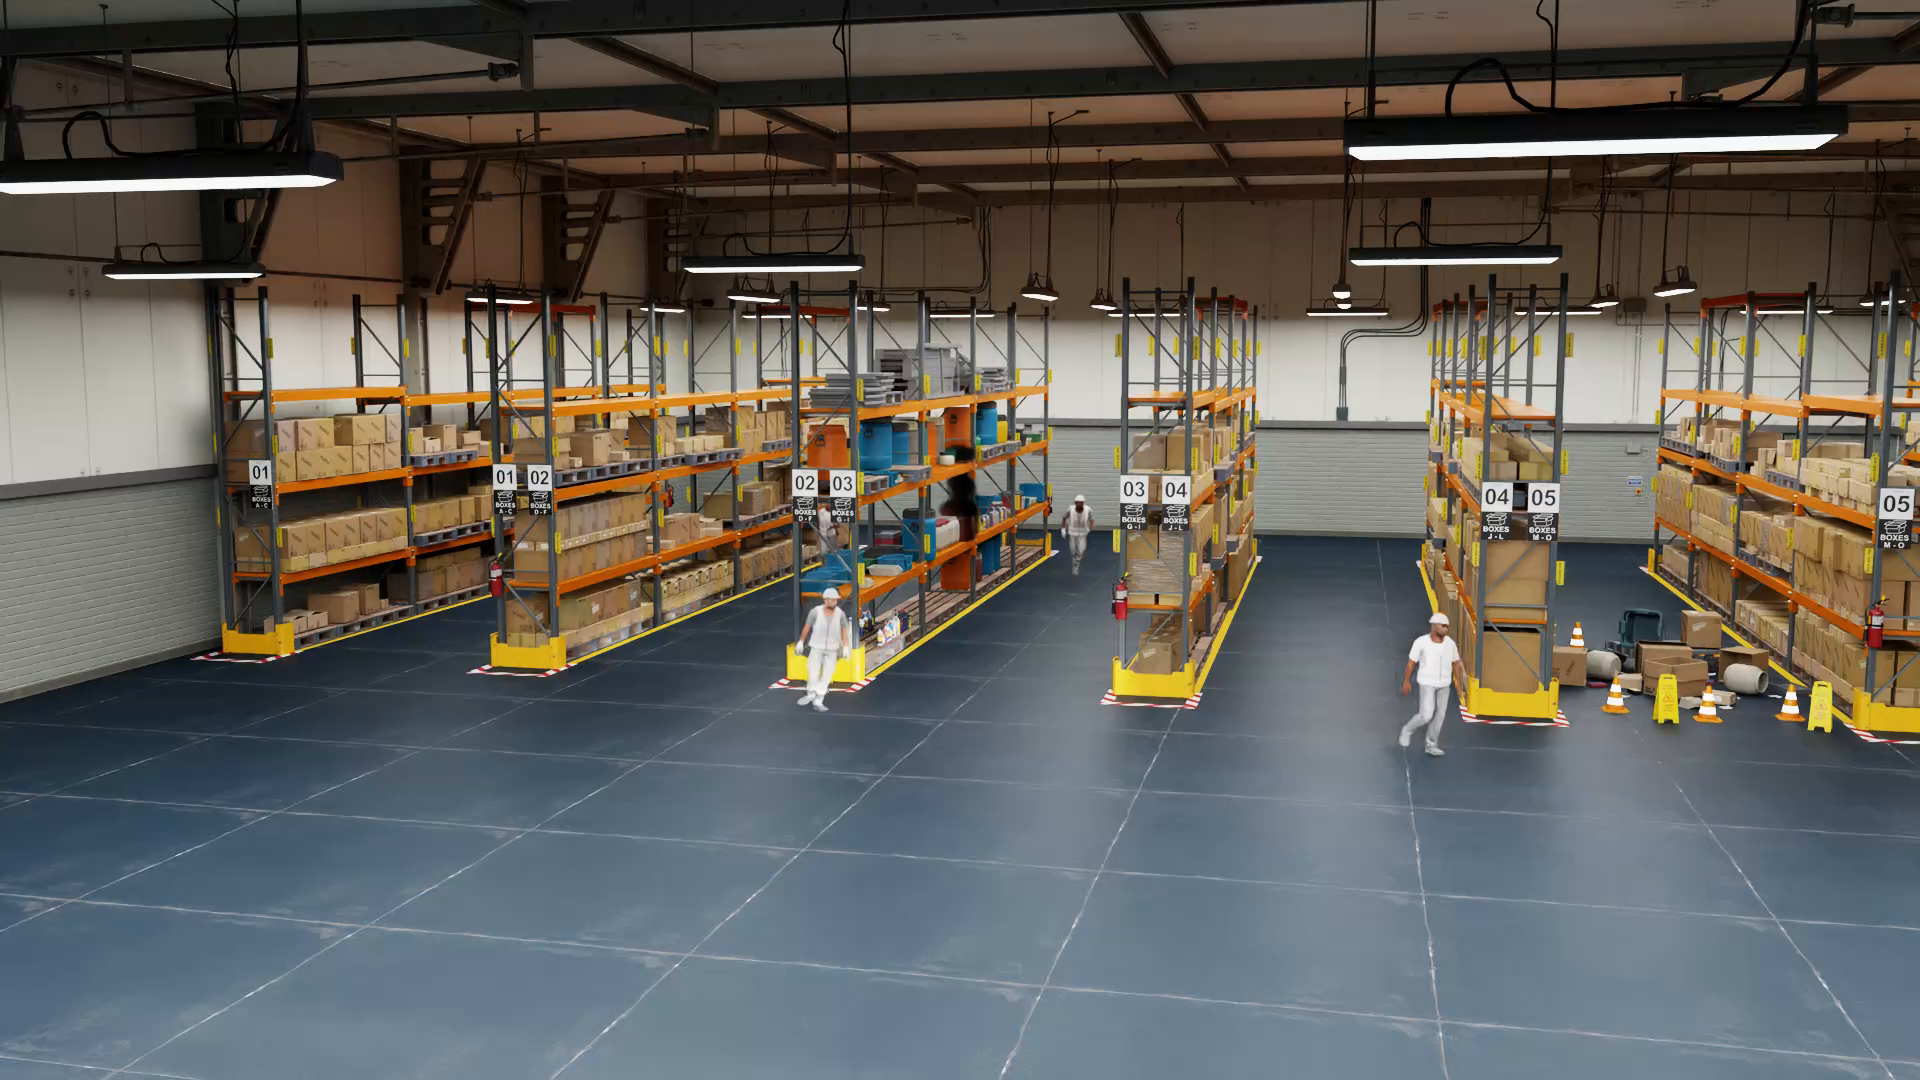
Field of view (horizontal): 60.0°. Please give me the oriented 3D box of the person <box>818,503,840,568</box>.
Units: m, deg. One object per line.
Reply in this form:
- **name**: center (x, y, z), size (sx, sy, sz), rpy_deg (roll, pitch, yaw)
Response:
- **person**: center (-2.734, -0.040, 34.459), size (0.472, 1.766, 0.771), rpy_deg (0, 7, 3)

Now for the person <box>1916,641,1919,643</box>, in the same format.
- **person**: center (15.092, 1.112, 26.481), size (0.670, 1.735, 0.715), rpy_deg (0, 7, 4)

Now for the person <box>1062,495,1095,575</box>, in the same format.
- **person**: center (2.479, -0.119, 34.864), size (0.675, 1.683, 0.717), rpy_deg (0, 7, -4)

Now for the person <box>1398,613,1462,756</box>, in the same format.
- **person**: center (5.801, 1.776, 20.513), size (0.659, 1.746, 0.589), rpy_deg (-2, 7, -15)

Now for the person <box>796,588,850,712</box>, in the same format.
- **person**: center (-1.886, 1.511, 22.931), size (0.696, 1.748, 0.592), rpy_deg (-2, 7, -18)
